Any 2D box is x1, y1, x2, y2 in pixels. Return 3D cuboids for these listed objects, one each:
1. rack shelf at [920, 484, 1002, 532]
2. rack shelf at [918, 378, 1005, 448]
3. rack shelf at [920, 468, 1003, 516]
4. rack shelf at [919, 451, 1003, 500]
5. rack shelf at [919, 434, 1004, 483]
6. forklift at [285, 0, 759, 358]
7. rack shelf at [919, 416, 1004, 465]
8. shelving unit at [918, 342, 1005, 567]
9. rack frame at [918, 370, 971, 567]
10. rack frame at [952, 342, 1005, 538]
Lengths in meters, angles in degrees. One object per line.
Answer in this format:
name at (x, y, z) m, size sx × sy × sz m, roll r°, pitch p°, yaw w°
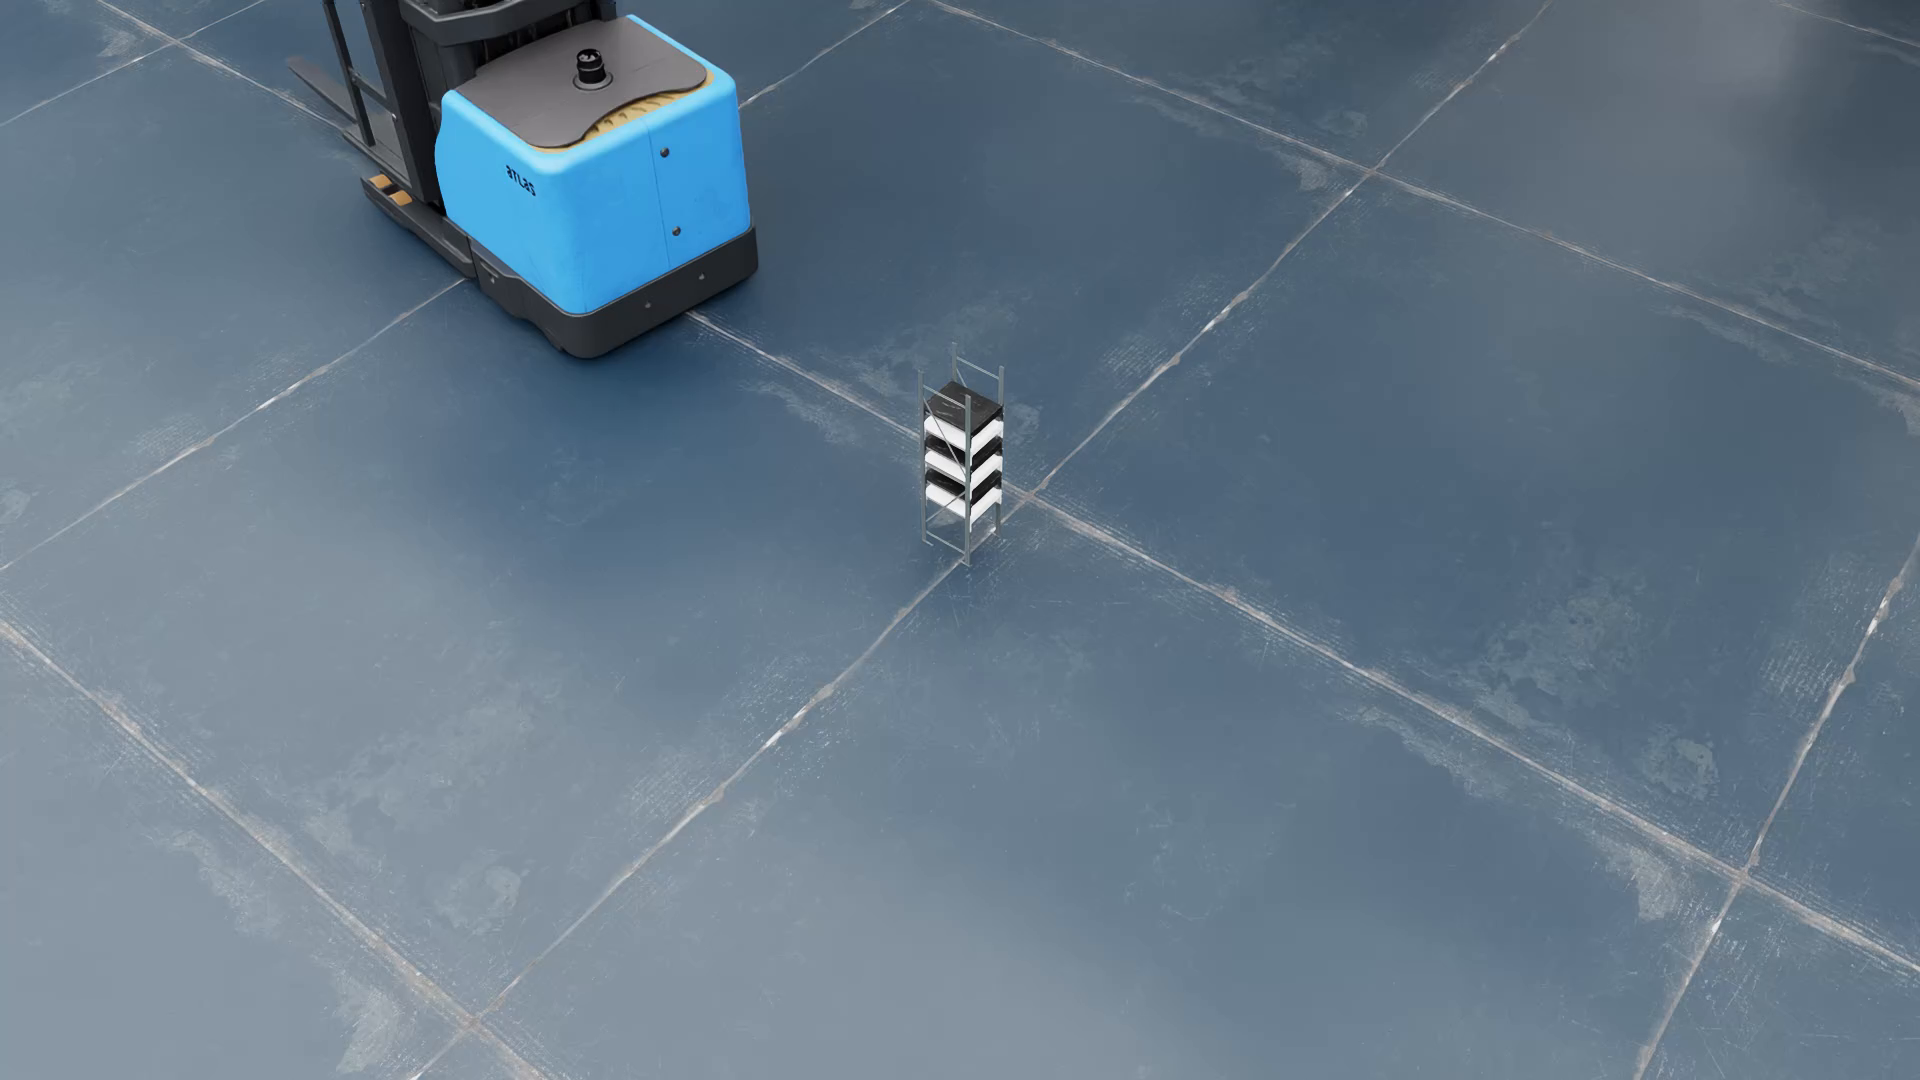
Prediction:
rack shelf at (0.005, -0.168, 6.583) m, size 0.258 × 0.077 × 0.200 m, roll 29°, pitch 53°, yaw 25°
rack shelf at (0.005, -0.479, 6.258) m, size 0.258 × 0.077 × 0.200 m, roll 29°, pitch 53°, yaw 25°
rack shelf at (0.005, -0.230, 6.518) m, size 0.258 × 0.077 × 0.200 m, roll 29°, pitch 53°, yaw 25°
rack shelf at (0.005, -0.292, 6.453) m, size 0.258 × 0.077 × 0.200 m, roll 29°, pitch 53°, yaw 25°
rack shelf at (0.005, -0.355, 6.388) m, size 0.258 × 0.077 × 0.200 m, roll 29°, pitch 53°, yaw 25°
forklift at (-2.331, -2.799, 7.397) m, size 1.130 × 2.935 × 3.031 m, roll -34°, pitch 55°, yaw -28°
rack shelf at (0.005, -0.417, 6.323) m, size 0.258 × 0.077 × 0.200 m, roll 29°, pitch 53°, yaw 25°
shelving unit at (0.005, -0.315, 6.429) m, size 0.258 × 0.900 × 0.210 m, roll 29°, pitch 53°, yaw 25°
rack frame at (-0.057, -0.257, 6.373) m, size 0.240 × 0.900 × 0.006 m, roll 29°, pitch 53°, yaw 25°
rack frame at (0.067, -0.374, 6.485) m, size 0.240 × 0.900 × 0.006 m, roll 29°, pitch 53°, yaw 25°
